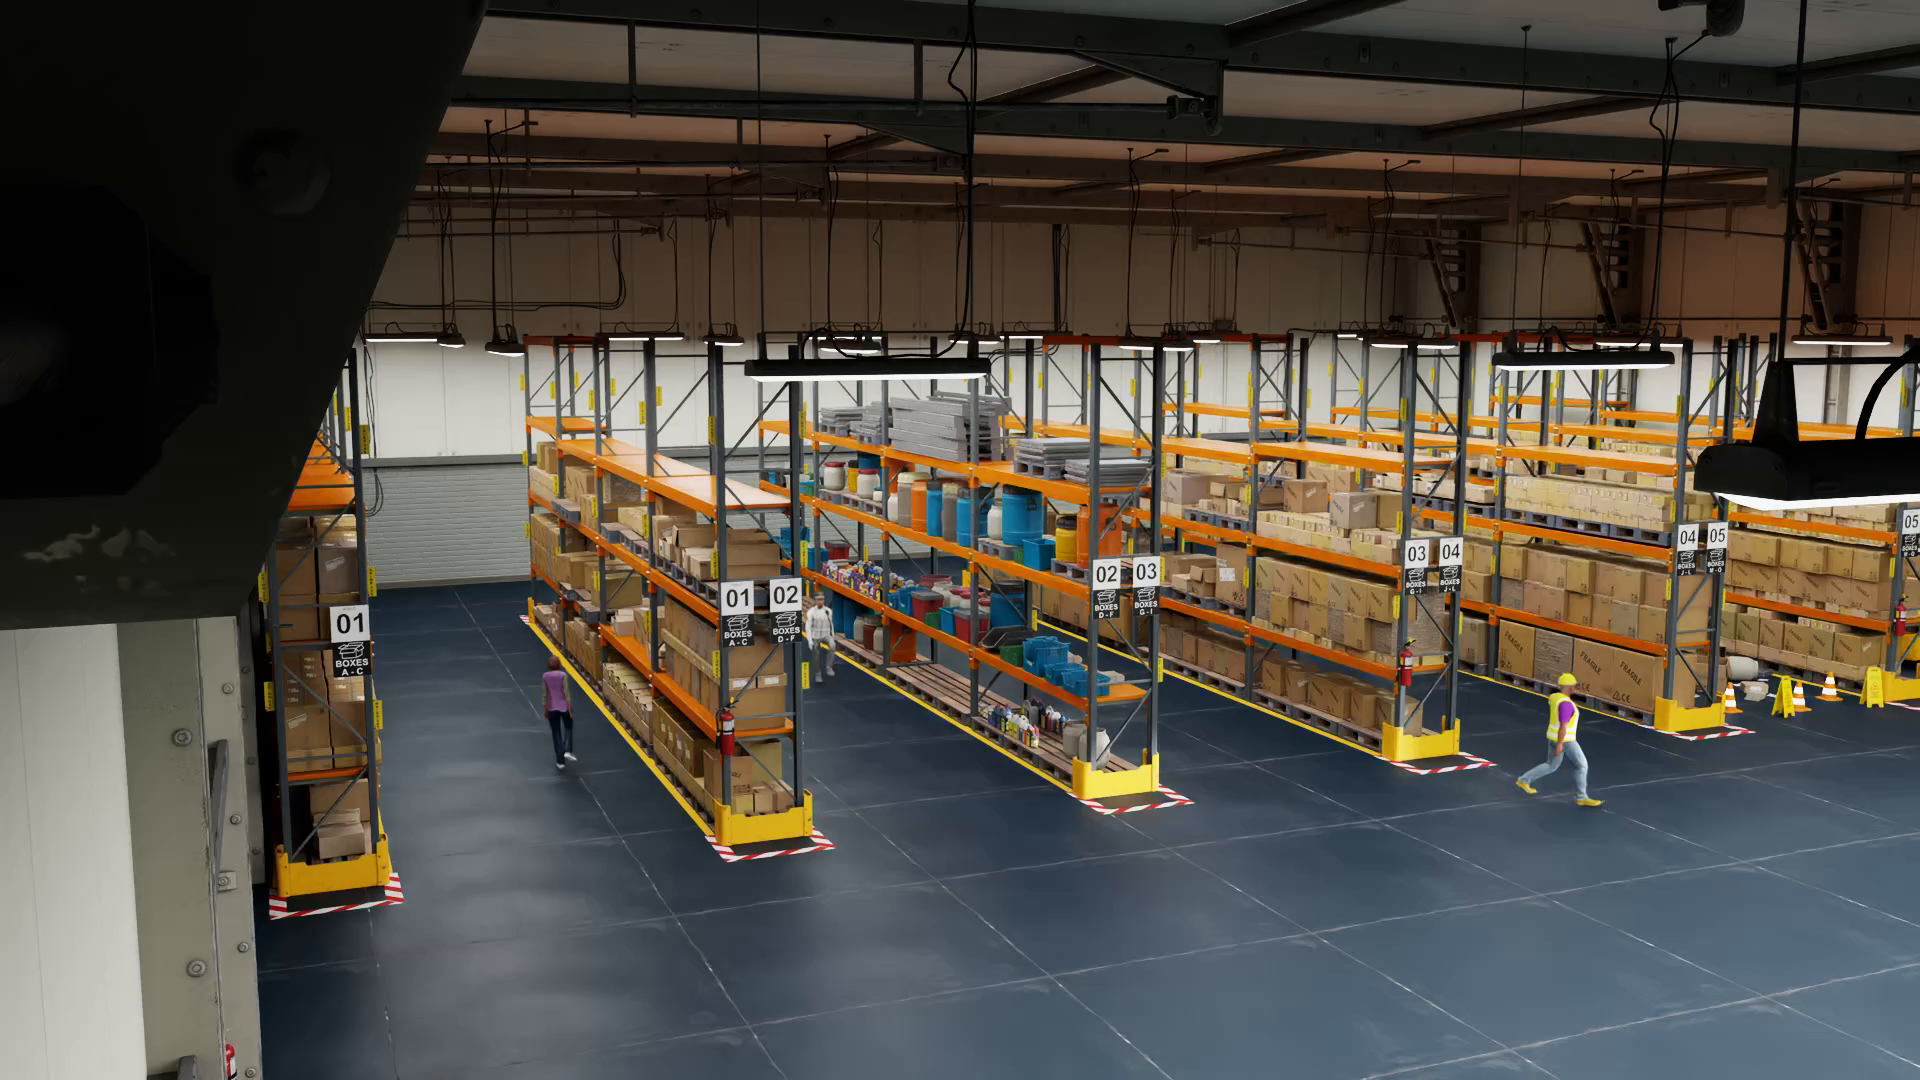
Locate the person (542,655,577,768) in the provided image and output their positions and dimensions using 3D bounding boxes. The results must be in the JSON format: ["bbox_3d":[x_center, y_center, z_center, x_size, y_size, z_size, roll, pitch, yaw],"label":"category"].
[{"bbox_3d":[-5.675,2.417,23.521,0.453,1.585,0.441,-2,8,-16],"label":"person"}]

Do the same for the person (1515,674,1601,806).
[{"bbox_3d":[7.855,2.595,21.804,0.994,1.711,0.560,0,8,-1],"label":"person"}]

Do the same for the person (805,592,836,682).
[{"bbox_3d":[-2.400,1.701,28.598,0.519,1.627,0.977,-1,8,-6],"label":"person"}]
